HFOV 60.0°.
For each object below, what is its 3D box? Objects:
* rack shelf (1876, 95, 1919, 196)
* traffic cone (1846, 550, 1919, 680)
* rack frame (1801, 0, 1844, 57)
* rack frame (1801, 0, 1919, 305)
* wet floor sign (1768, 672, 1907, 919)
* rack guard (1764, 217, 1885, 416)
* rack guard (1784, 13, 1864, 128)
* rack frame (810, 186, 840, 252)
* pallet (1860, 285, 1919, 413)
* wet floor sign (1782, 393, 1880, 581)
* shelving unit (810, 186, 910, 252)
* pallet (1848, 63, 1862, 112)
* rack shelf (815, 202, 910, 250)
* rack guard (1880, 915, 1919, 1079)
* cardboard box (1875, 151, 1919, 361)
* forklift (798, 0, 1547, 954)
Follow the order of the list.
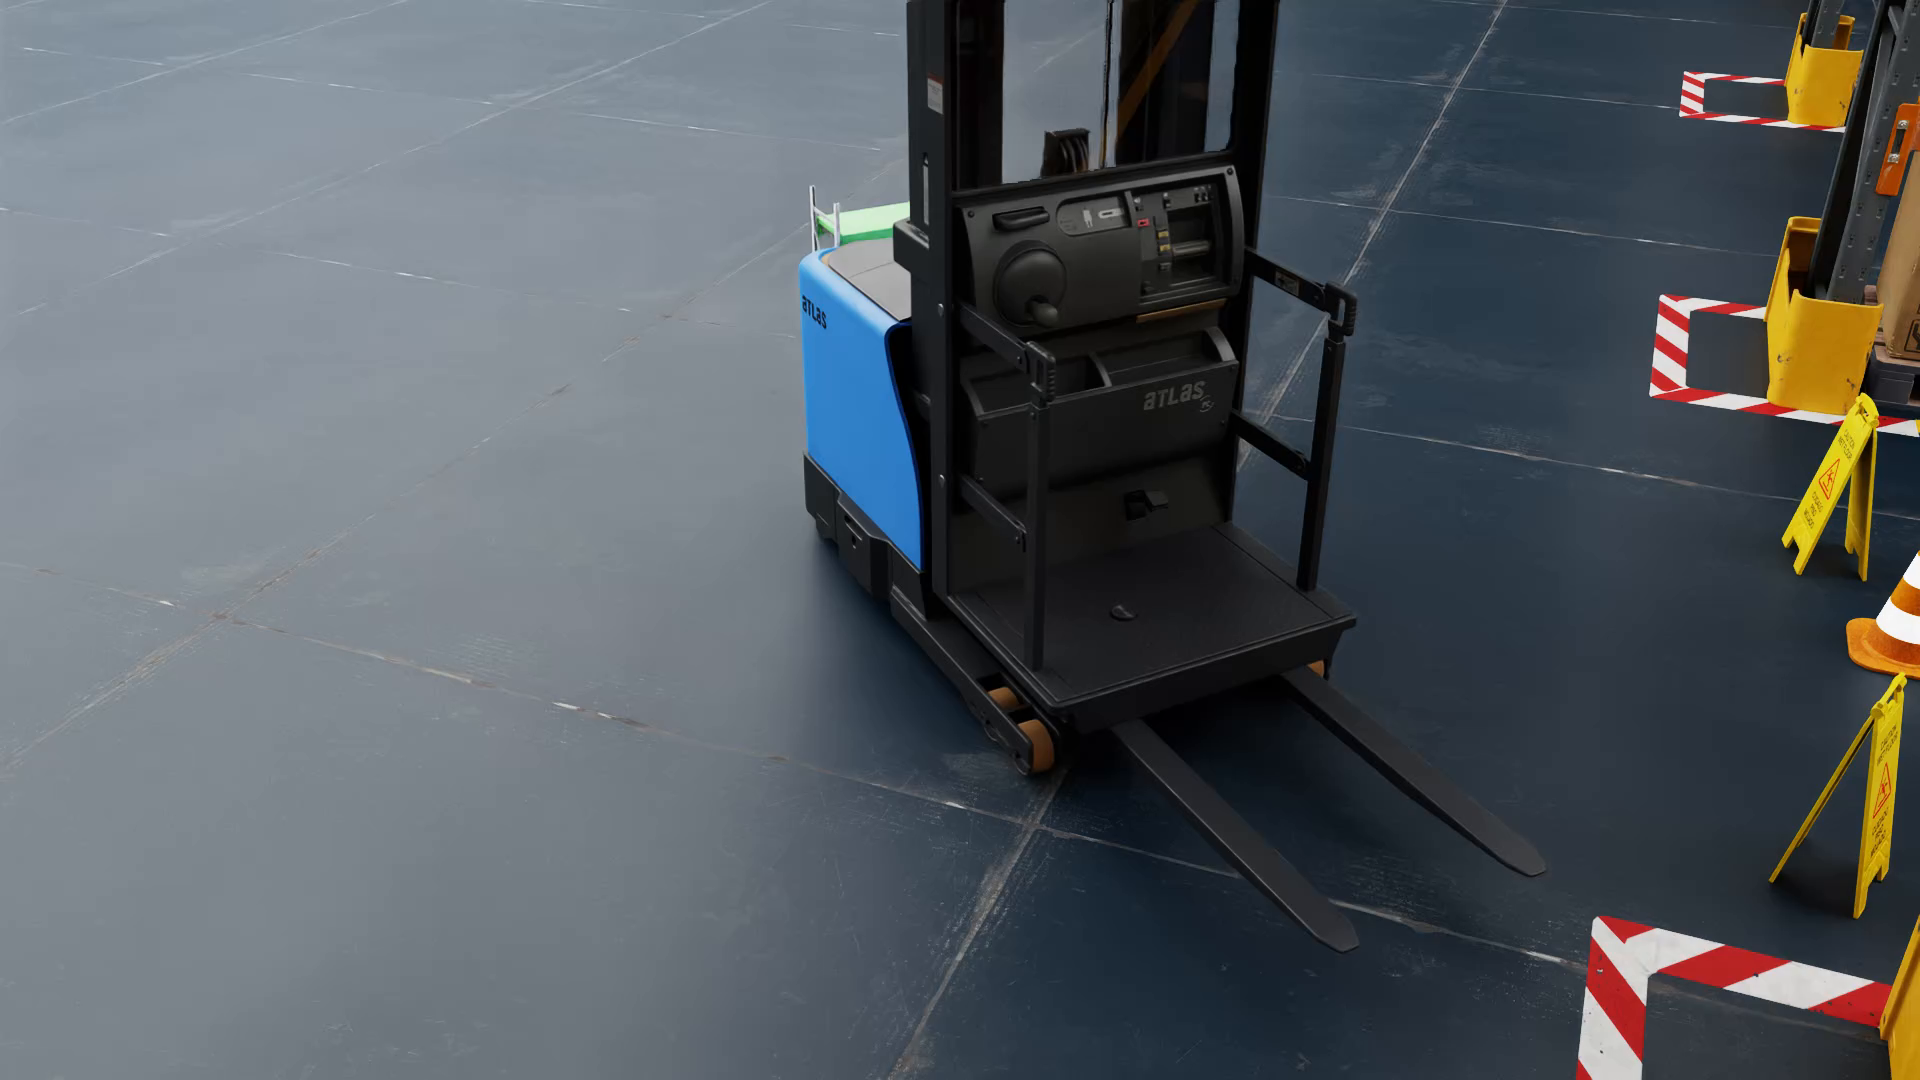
[{"bbox_3d":[5.799,-1.445,6.489,4.000,0.370,1.077,11,31,19],"label":"rack shelf"},{"bbox_3d":[3.164,0.175,5.471,0.334,0.463,0.336,11,31,19],"label":"traffic cone"},{"bbox_3d":[5.904,-4.371,10.934,0.127,3.000,1.000,11,31,19],"label":"rack frame"},{"bbox_3d":[3.946,-2.128,6.966,0.127,3.000,1.000,11,31,19],"label":"rack frame"},{"bbox_3d":[2.404,0.650,4.445,0.232,0.644,0.267,24,37,36],"label":"wet floor sign"},{"bbox_3d":[3.923,-1.044,7.589,0.348,0.500,1.175,11,31,19],"label":"rack guard"},{"bbox_3d":[5.974,-3.268,11.525,0.348,0.500,1.175,11,31,19],"label":"rack guard"},{"bbox_3d":[-0.491,-0.728,6.318,0.015,1.200,0.240,-14,32,-23],"label":"rack frame"},{"bbox_3d":[4.716,-0.802,7.454,1.213,0.211,1.003,11,31,19],"label":"pallet"},{"bbox_3d":[3.174,-0.206,5.958,0.232,0.644,0.267,6,30,11],"label":"wet floor sign"},{"bbox_3d":[-0.274,-0.782,6.415,0.503,1.200,0.258,-14,32,-23],"label":"shelving unit"},{"bbox_3d":[6.714,-2.976,11.301,1.213,0.211,1.003,11,31,19],"label":"pallet"},{"bbox_3d":[-0.274,-1.145,6.210,0.480,0.148,0.258,-14,32,-23],"label":"rack shelf"},{"bbox_3d":[2.249,1.250,3.530,0.348,0.500,1.175,11,31,19],"label":"rack guard"},{"bbox_3d":[4.599,-1.290,7.217,0.875,0.875,0.875,11,31,19],"label":"cardboard box"},{"bbox_3d":[0.532,-0.820,4.722,1.130,2.935,3.031,-14,32,-23],"label":"forklift"}]
